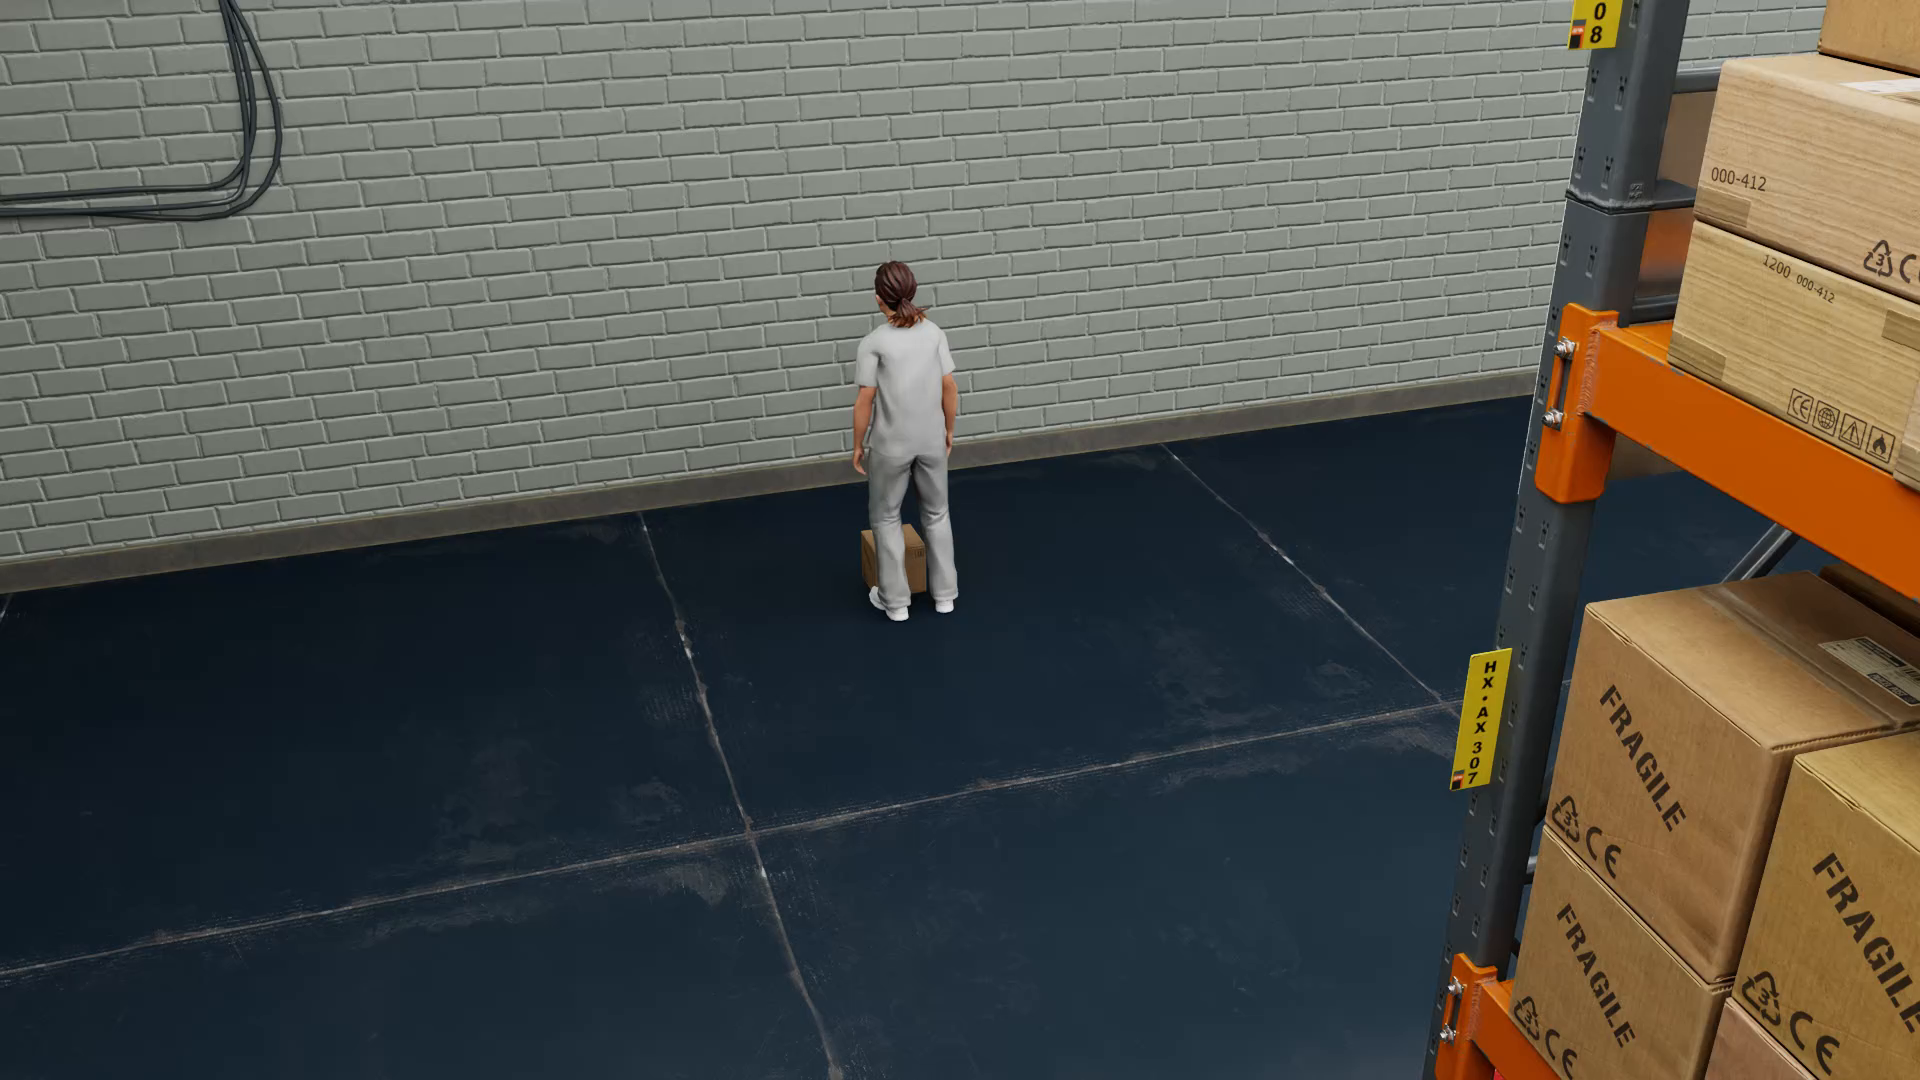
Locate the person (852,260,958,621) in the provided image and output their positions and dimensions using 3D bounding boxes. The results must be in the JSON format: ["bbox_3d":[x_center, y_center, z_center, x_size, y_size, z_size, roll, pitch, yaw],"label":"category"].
[{"bbox_3d":[-0.239,-0.431,7.483,0.514,1.672,0.357,-10,28,-19],"label":"person"}]
